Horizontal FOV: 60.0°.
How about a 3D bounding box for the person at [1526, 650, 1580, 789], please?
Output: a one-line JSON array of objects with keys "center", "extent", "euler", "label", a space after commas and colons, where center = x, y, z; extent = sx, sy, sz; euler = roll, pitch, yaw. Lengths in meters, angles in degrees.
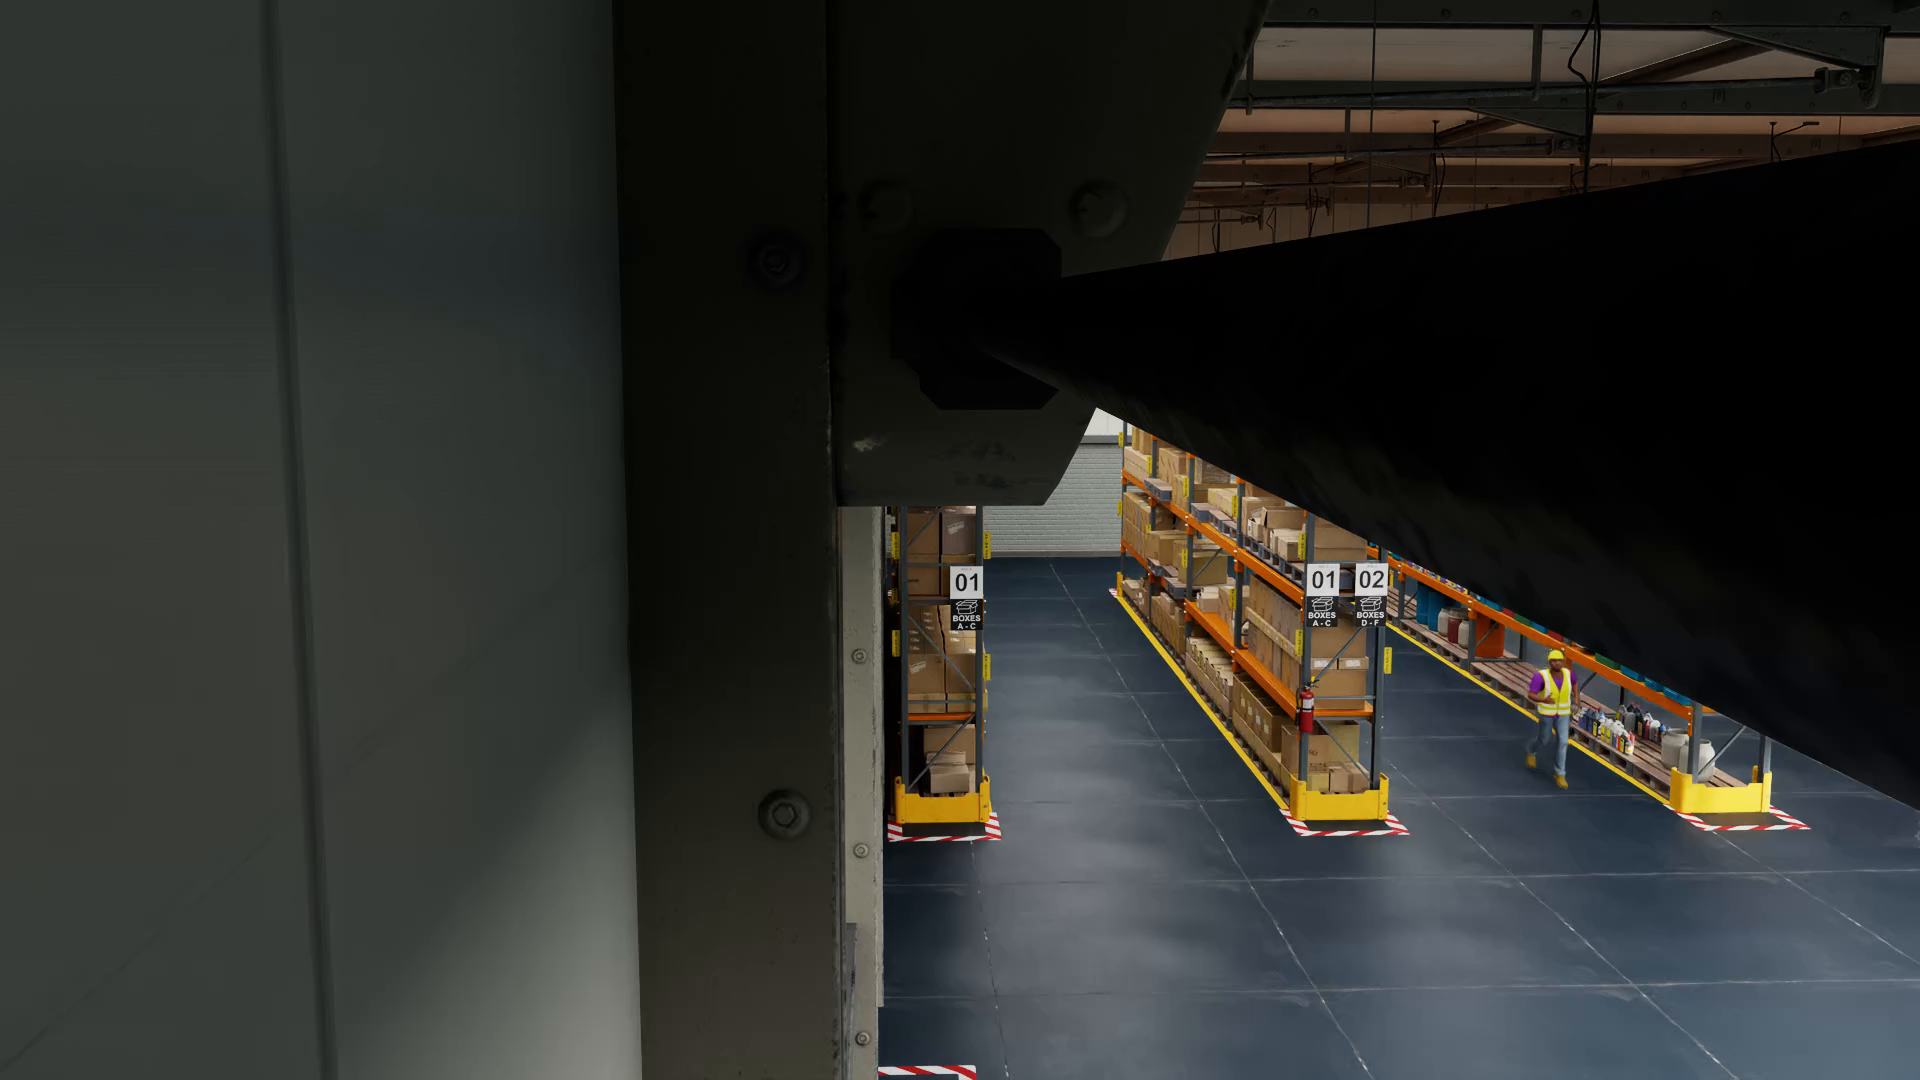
[{"center": [7.938, 2.335, 22.276], "extent": [0.710, 1.784, 0.985], "euler": [0, 8, 3], "label": "person"}]
